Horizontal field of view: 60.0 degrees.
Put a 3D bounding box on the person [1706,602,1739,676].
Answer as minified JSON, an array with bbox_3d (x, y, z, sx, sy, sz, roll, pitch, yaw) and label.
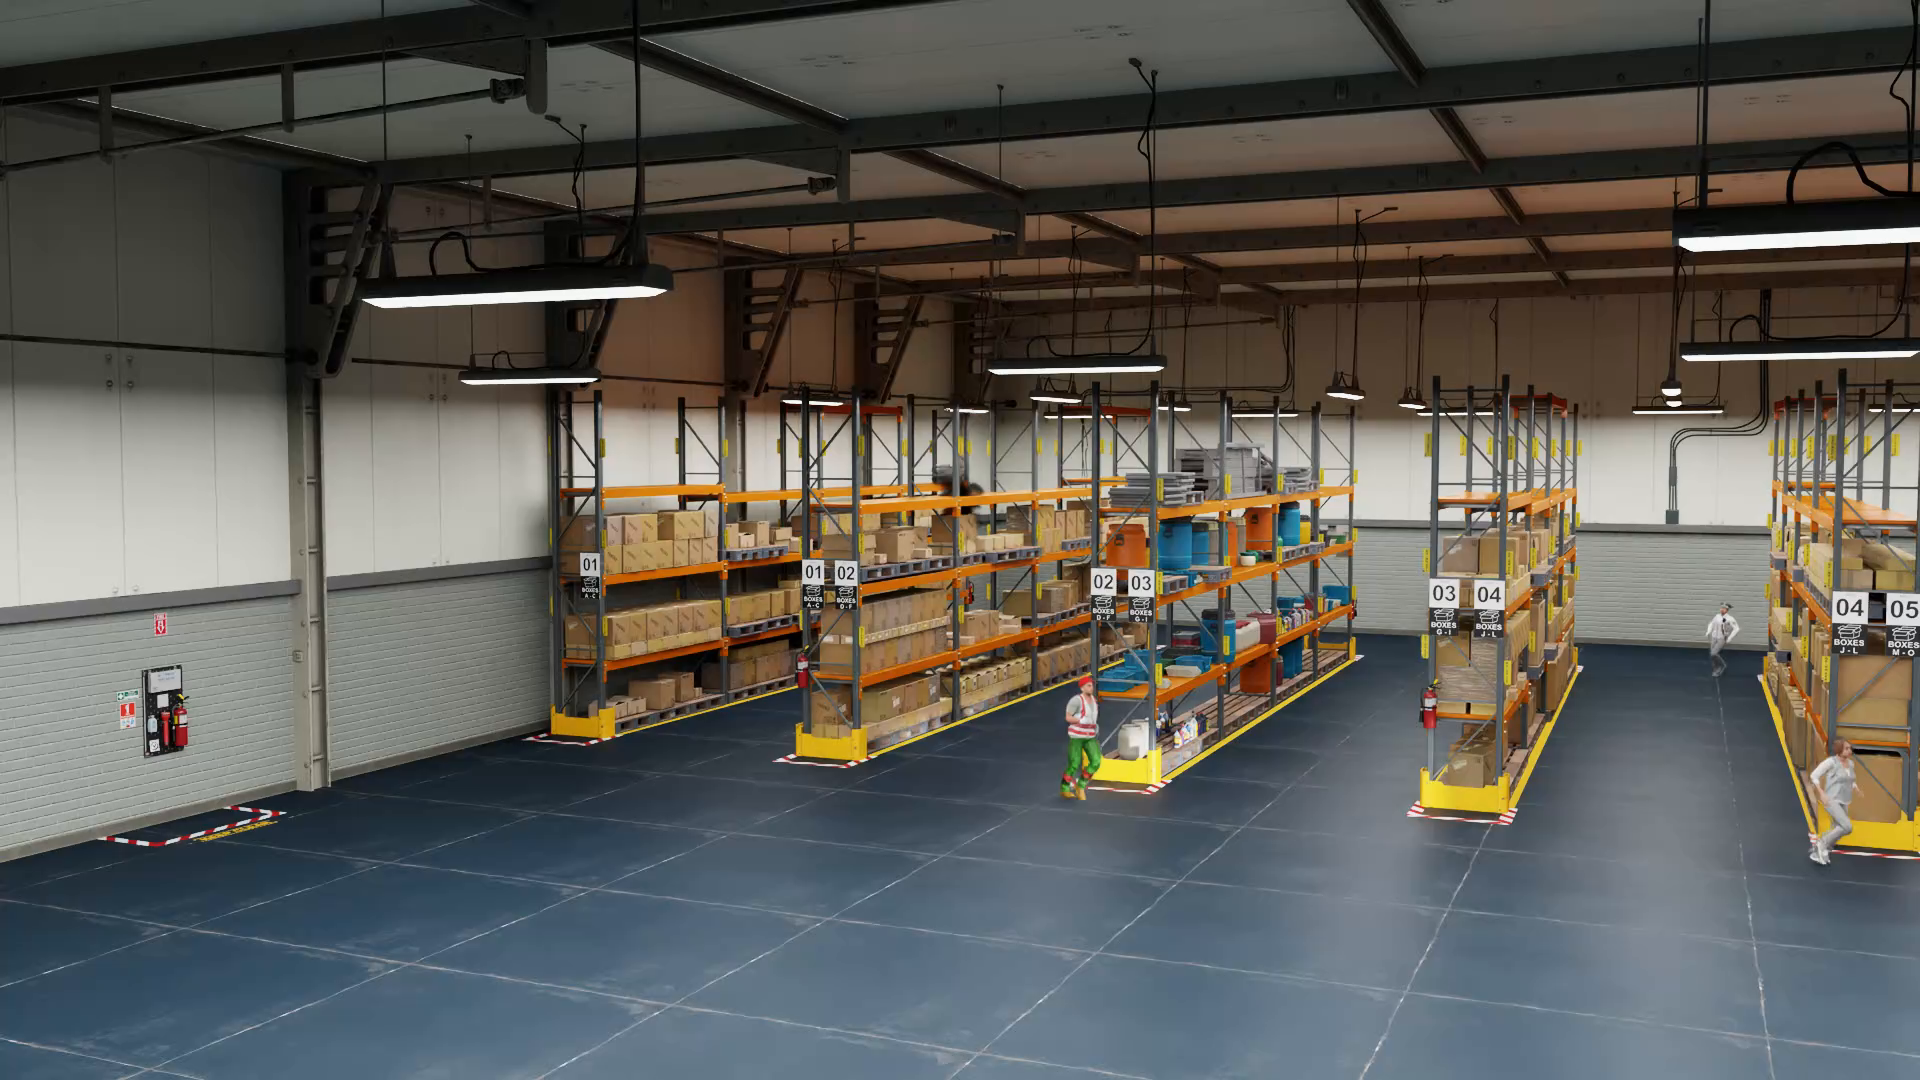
[{"bbox_3d":[16.622,2.174,36.371,0.489,1.649,0.689,-1,3,-25],"label":"person"}]

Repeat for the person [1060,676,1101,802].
[{"bbox_3d":[1.781,2.822,23.579,0.656,1.786,0.694,-2,4,-33],"label":"person"}]

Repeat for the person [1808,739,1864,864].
[{"bbox_3d":[10.451,3.132,19.822,0.473,1.514,0.671,-1,3,-23],"label":"person"}]
